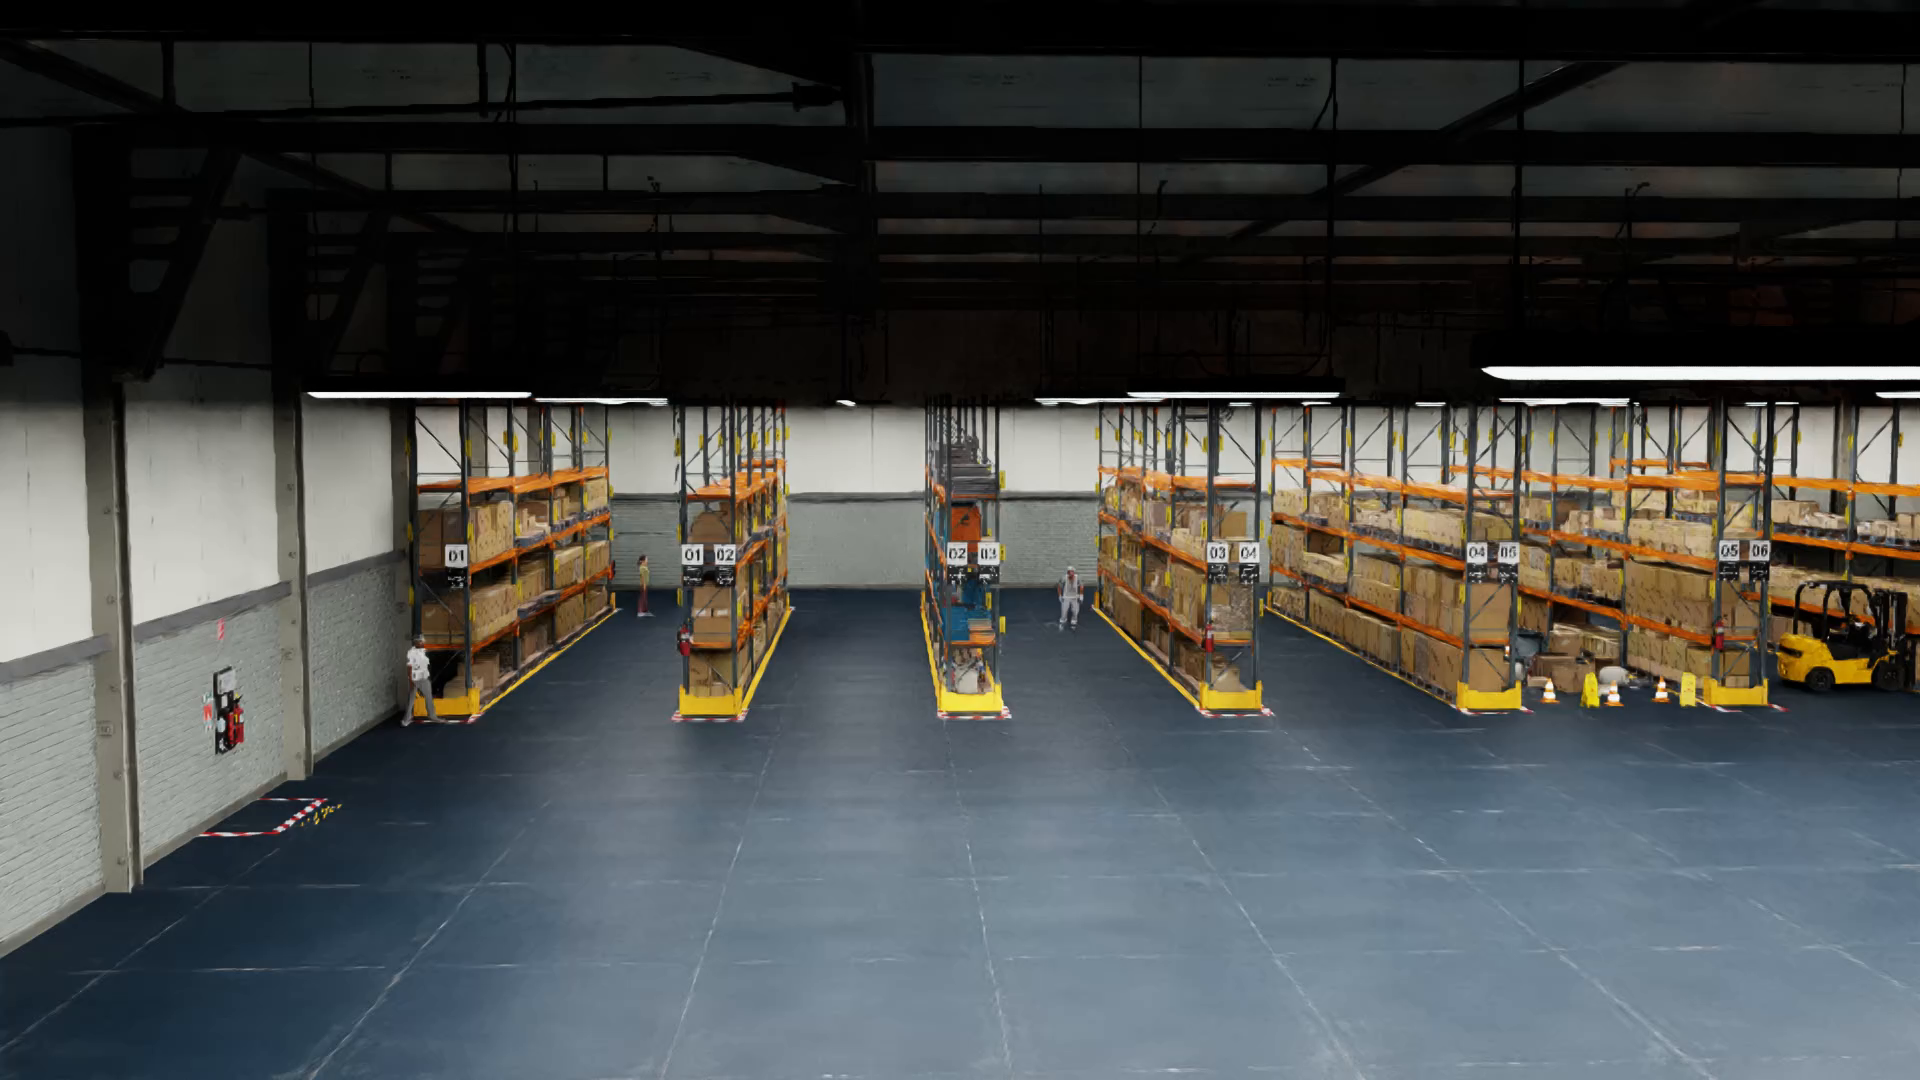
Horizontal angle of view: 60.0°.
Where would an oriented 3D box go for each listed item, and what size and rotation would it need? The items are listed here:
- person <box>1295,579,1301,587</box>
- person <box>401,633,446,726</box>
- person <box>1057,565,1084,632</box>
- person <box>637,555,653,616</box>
[{"bbox_3d":[10.103,0.975,49.472,0.488,1.658,0.567,-4,6,-38],"label":"person"},{"bbox_3d":[-9.748,2.504,30.050,0.556,1.670,0.697,3,5,33],"label":"person"},{"bbox_3d":[2.817,1.503,42.530,0.661,1.742,0.551,0,5,-3],"label":"person"},{"bbox_3d":[-8.713,1.248,45.840,0.382,1.677,0.594,0,5,-2],"label":"person"}]
